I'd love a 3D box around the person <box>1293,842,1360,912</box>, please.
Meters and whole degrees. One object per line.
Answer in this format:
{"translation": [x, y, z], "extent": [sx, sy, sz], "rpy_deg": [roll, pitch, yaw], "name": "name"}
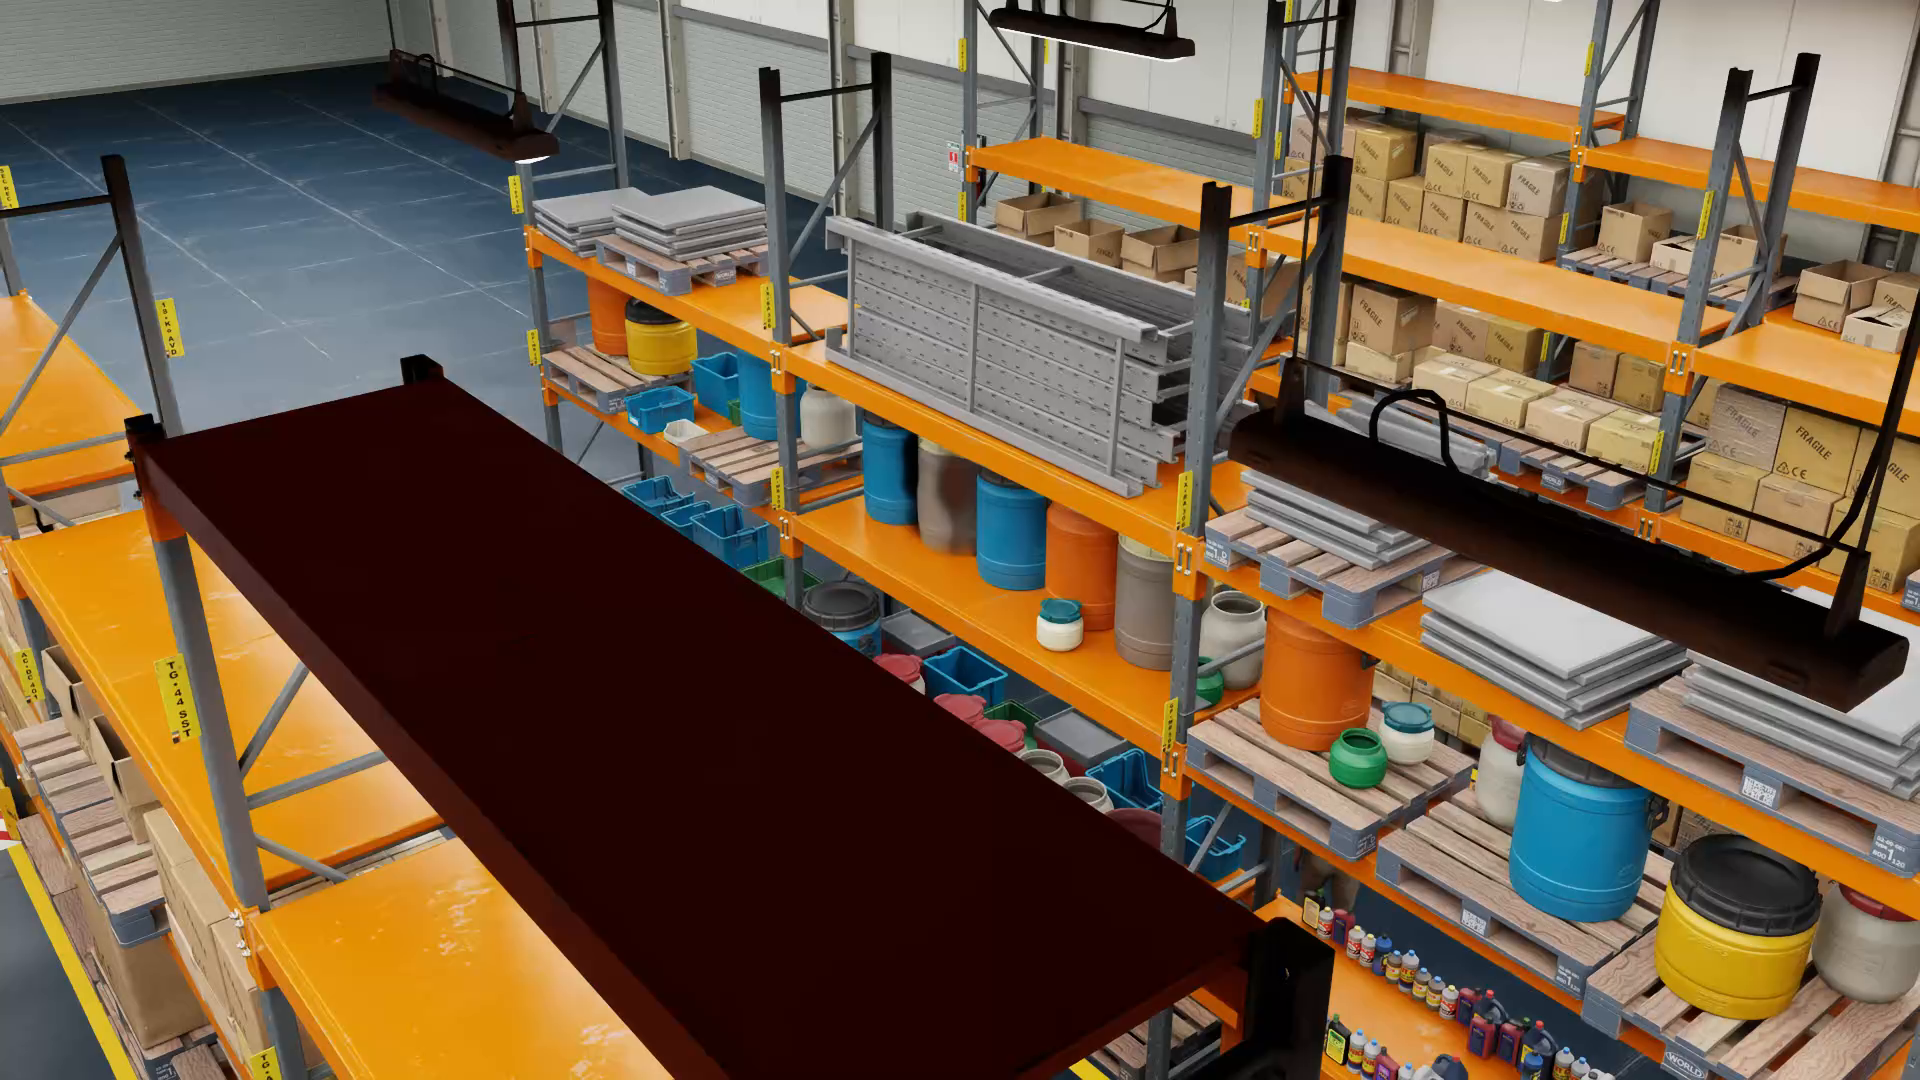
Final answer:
{"translation": [2.658, 2.205, 11.712], "extent": [0.586, 1.743, 0.530], "rpy_deg": [9, 27, 18], "name": "person"}
